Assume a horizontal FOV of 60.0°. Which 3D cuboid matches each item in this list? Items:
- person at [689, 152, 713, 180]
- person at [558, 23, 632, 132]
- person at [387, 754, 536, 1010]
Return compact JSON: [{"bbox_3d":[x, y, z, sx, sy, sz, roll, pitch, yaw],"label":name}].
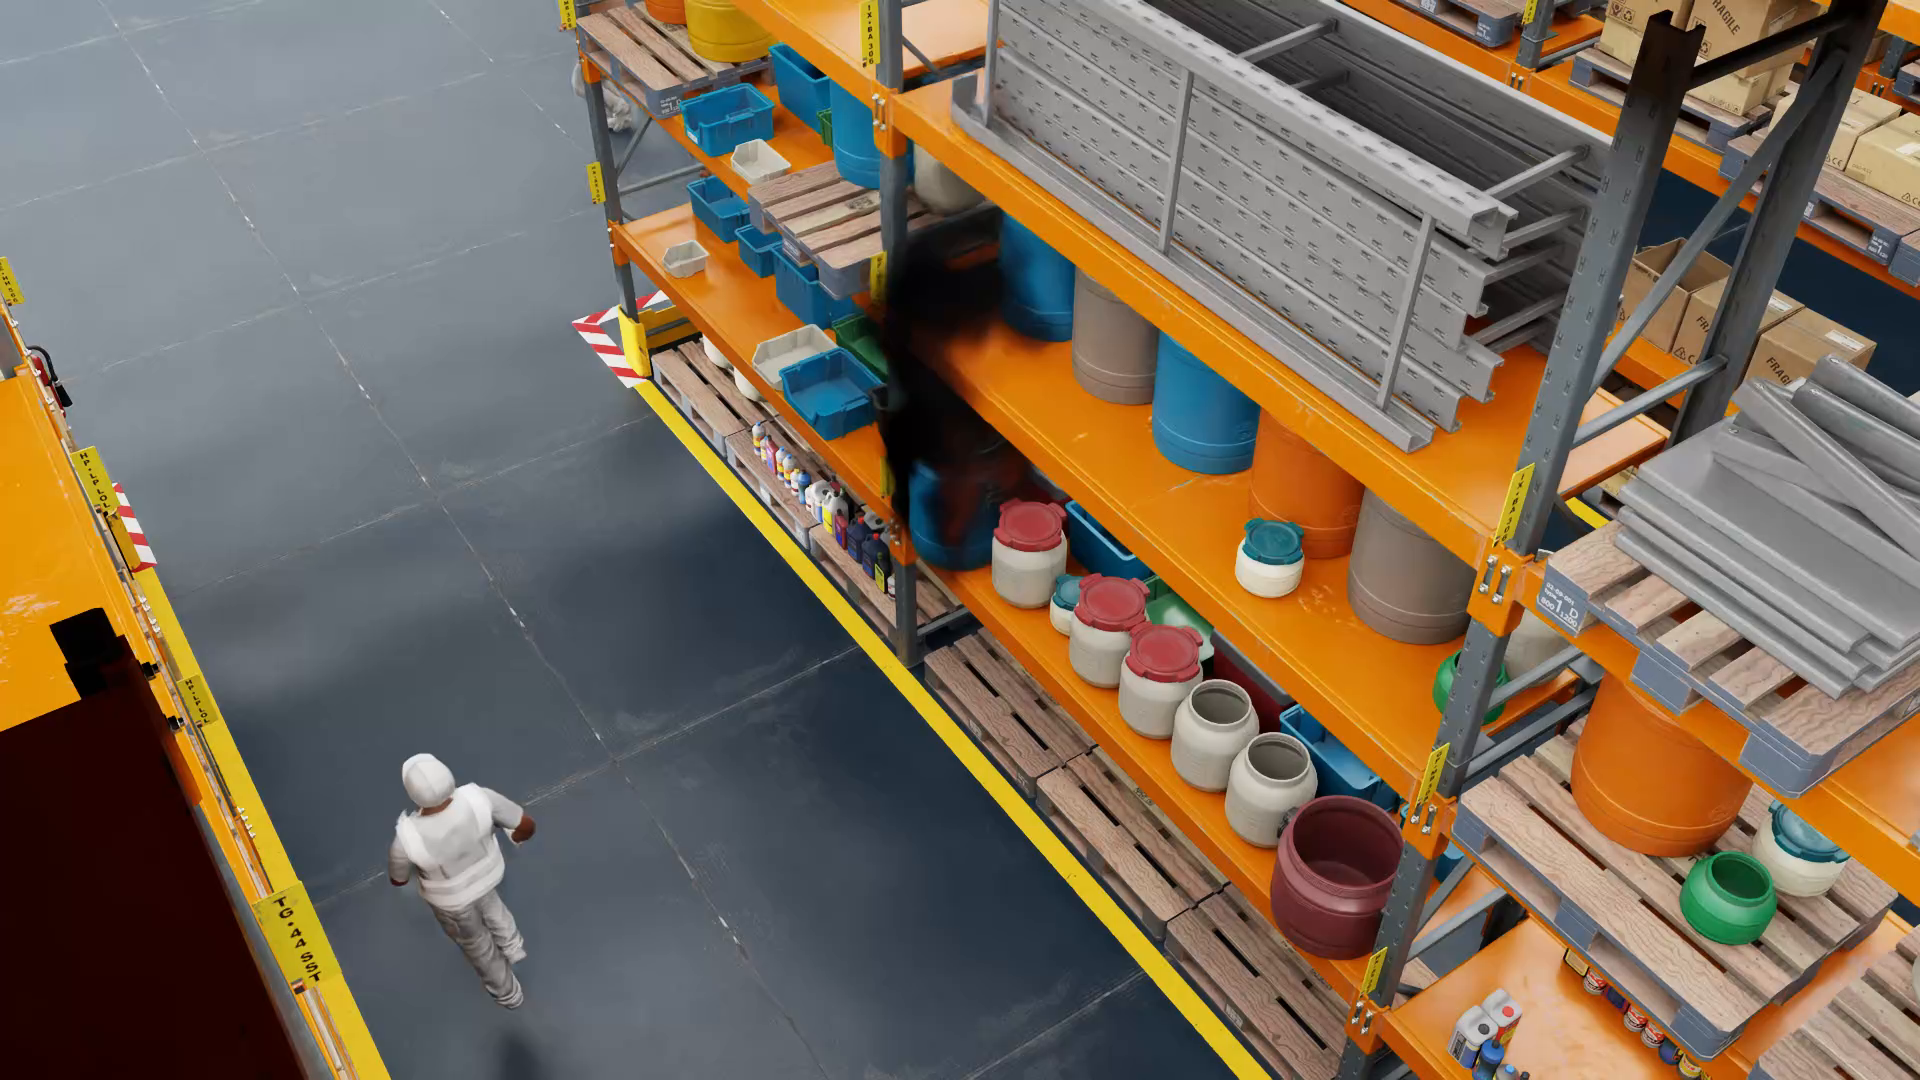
[{"bbox_3d":[-1.979,-3.073,13.858,0.852,1.692,0.604,12,44,13],"label":"person"},{"bbox_3d":[-3.434,-4.604,15.476,0.593,1.723,0.746,-3,43,-4],"label":"person"},{"bbox_3d":[-2.490,1.640,8.258,0.634,1.781,0.668,34,52,31],"label":"person"}]
